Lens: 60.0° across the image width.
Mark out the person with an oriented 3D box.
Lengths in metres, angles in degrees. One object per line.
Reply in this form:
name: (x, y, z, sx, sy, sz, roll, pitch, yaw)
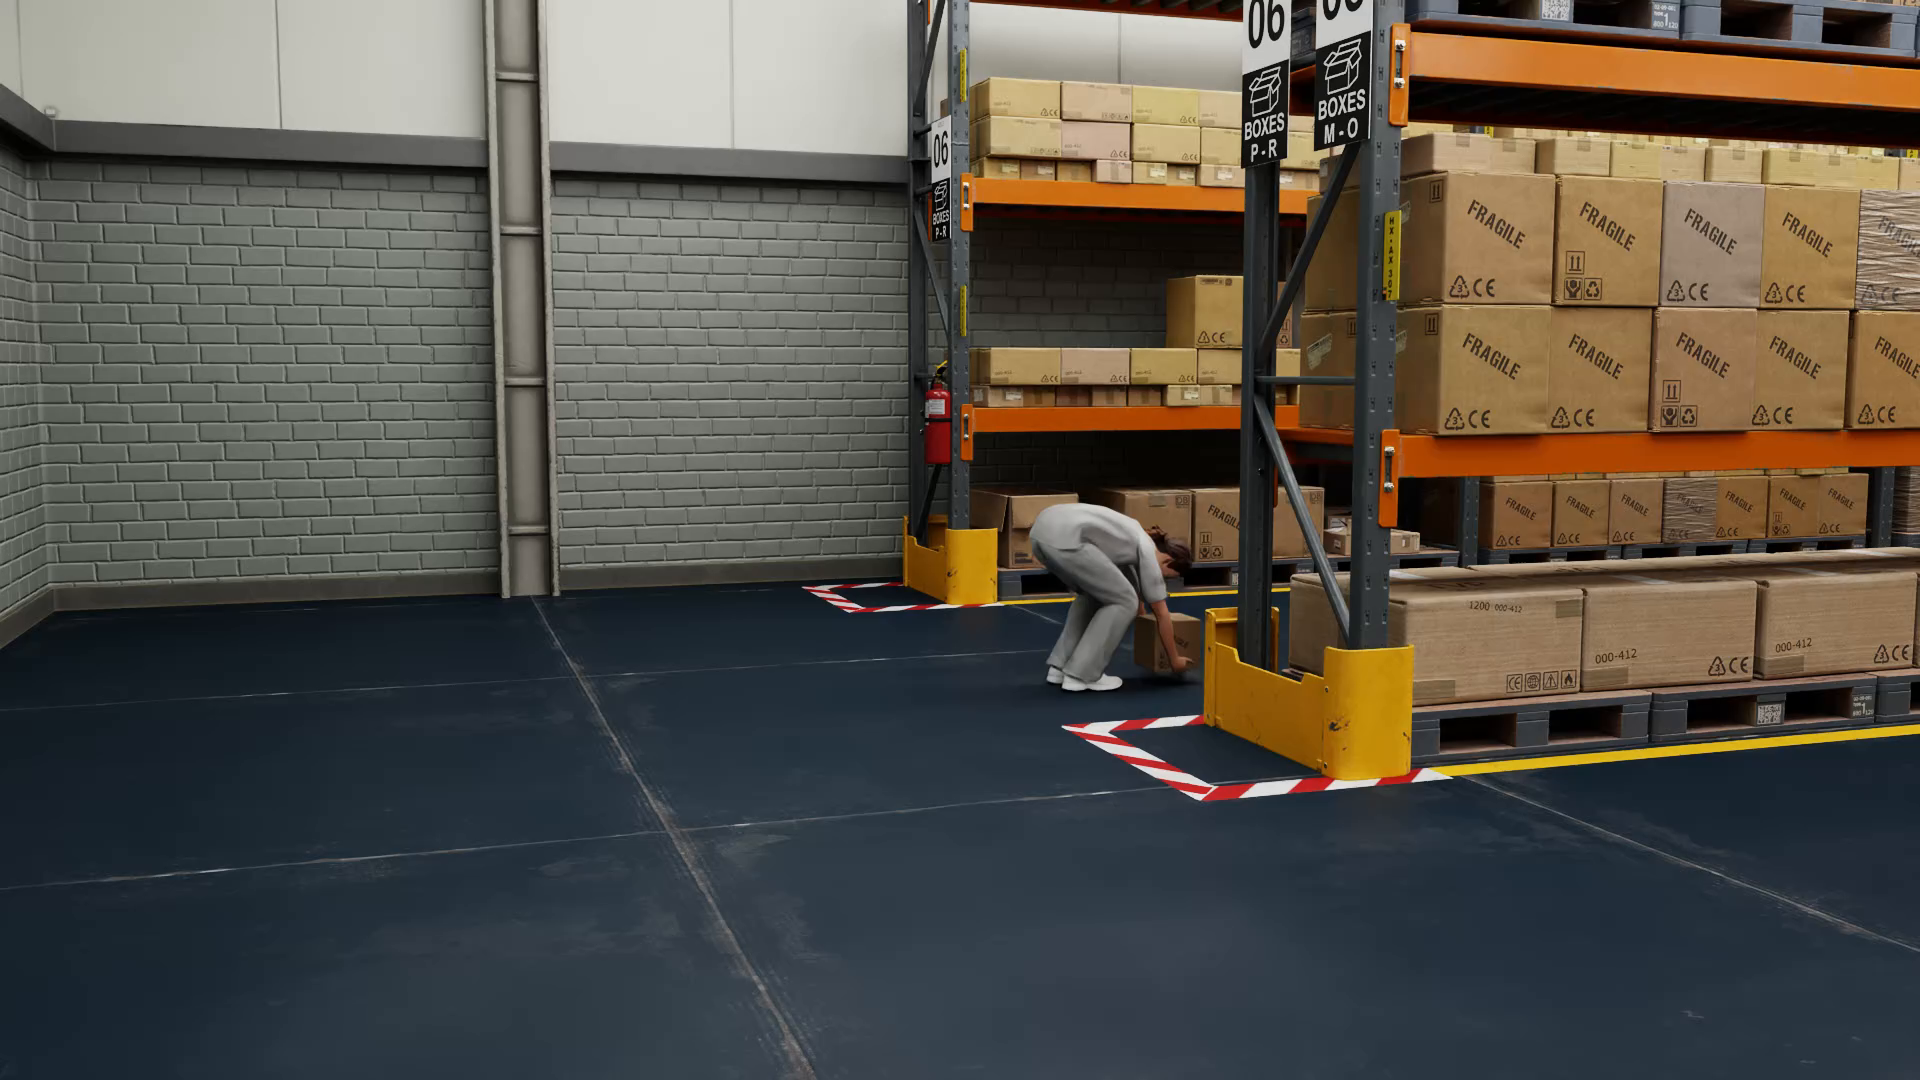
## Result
person: (0.755, 0.264, 8.213, 0.848, 0.907, 0.468, -2, 6, -21)
